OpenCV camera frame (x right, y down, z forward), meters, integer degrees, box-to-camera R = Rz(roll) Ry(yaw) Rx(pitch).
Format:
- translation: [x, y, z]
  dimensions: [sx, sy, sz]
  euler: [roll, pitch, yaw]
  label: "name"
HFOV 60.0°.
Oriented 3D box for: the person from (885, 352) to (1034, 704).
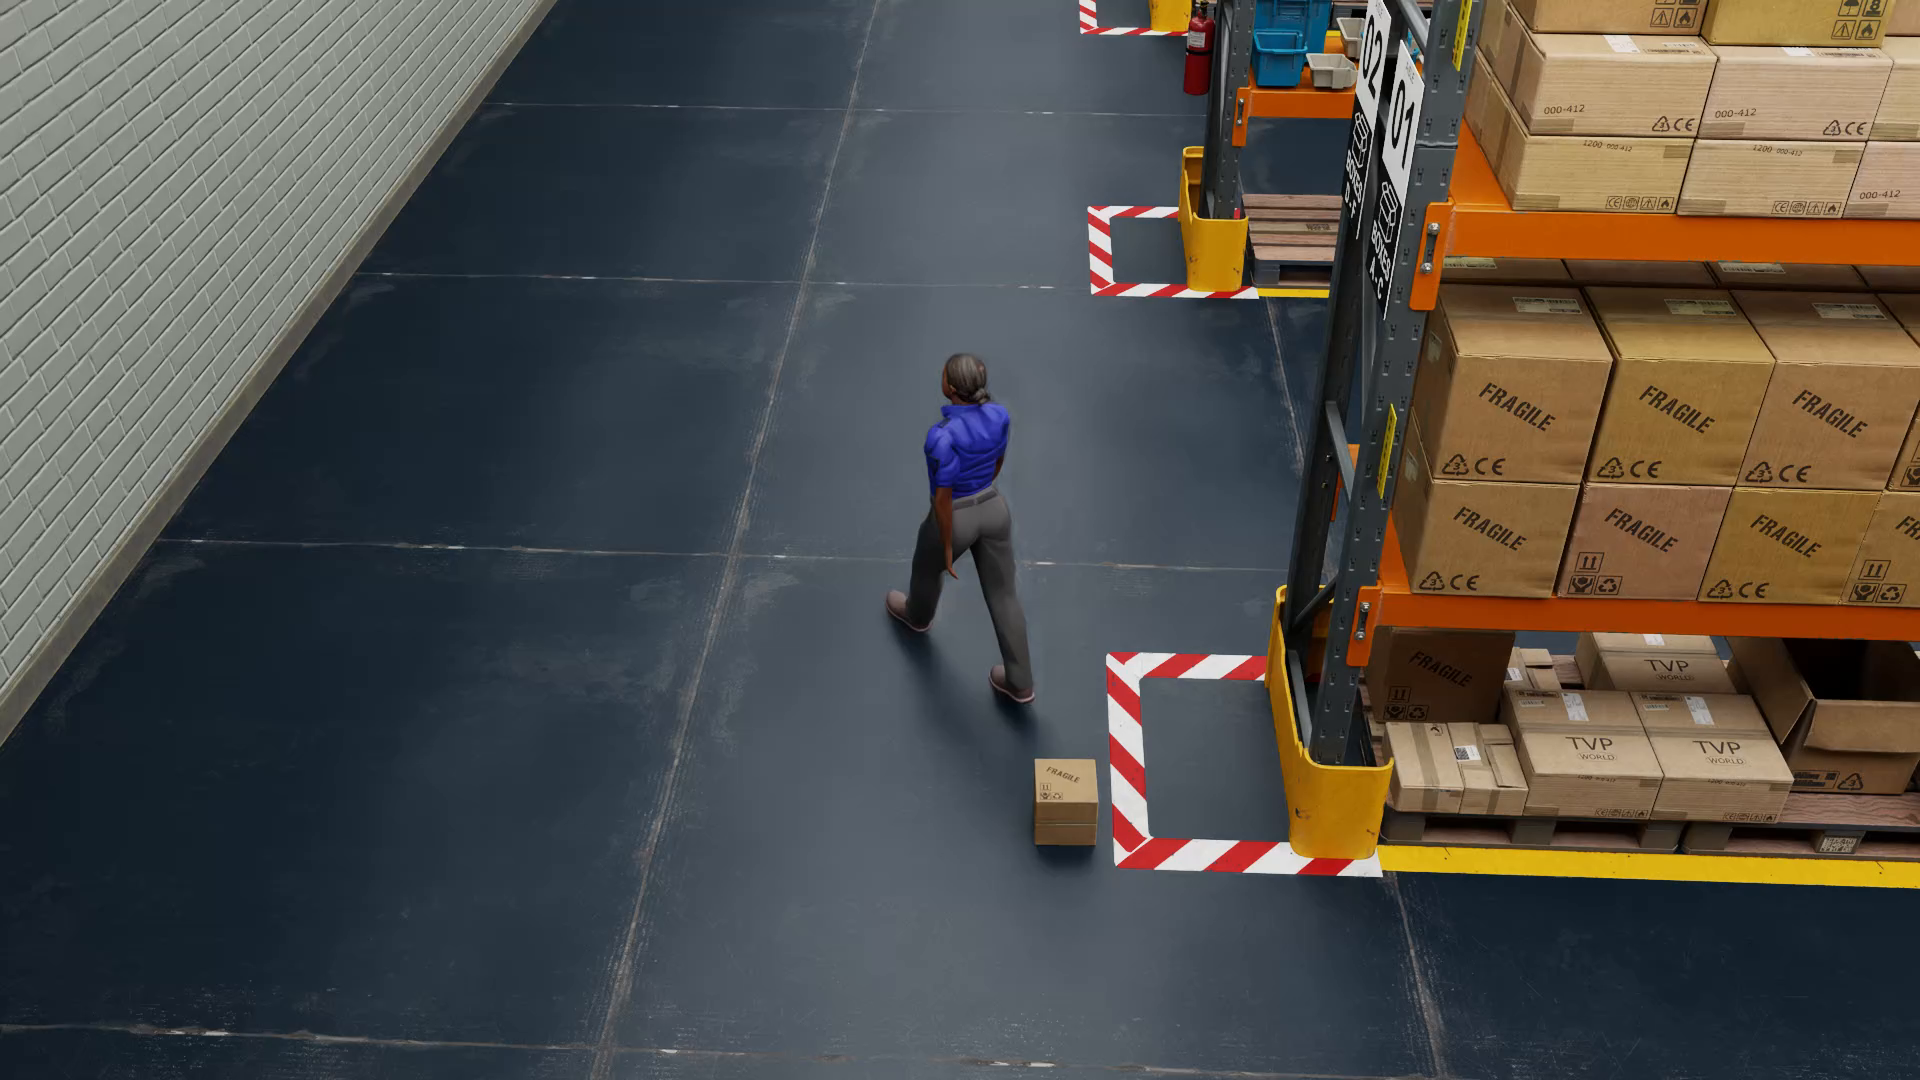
- translation: [0.014, -0.119, 7.277]
  dimensions: [0.439, 1.591, 1.013]
  euler: [-19, 40, -25]
  label: "person"
